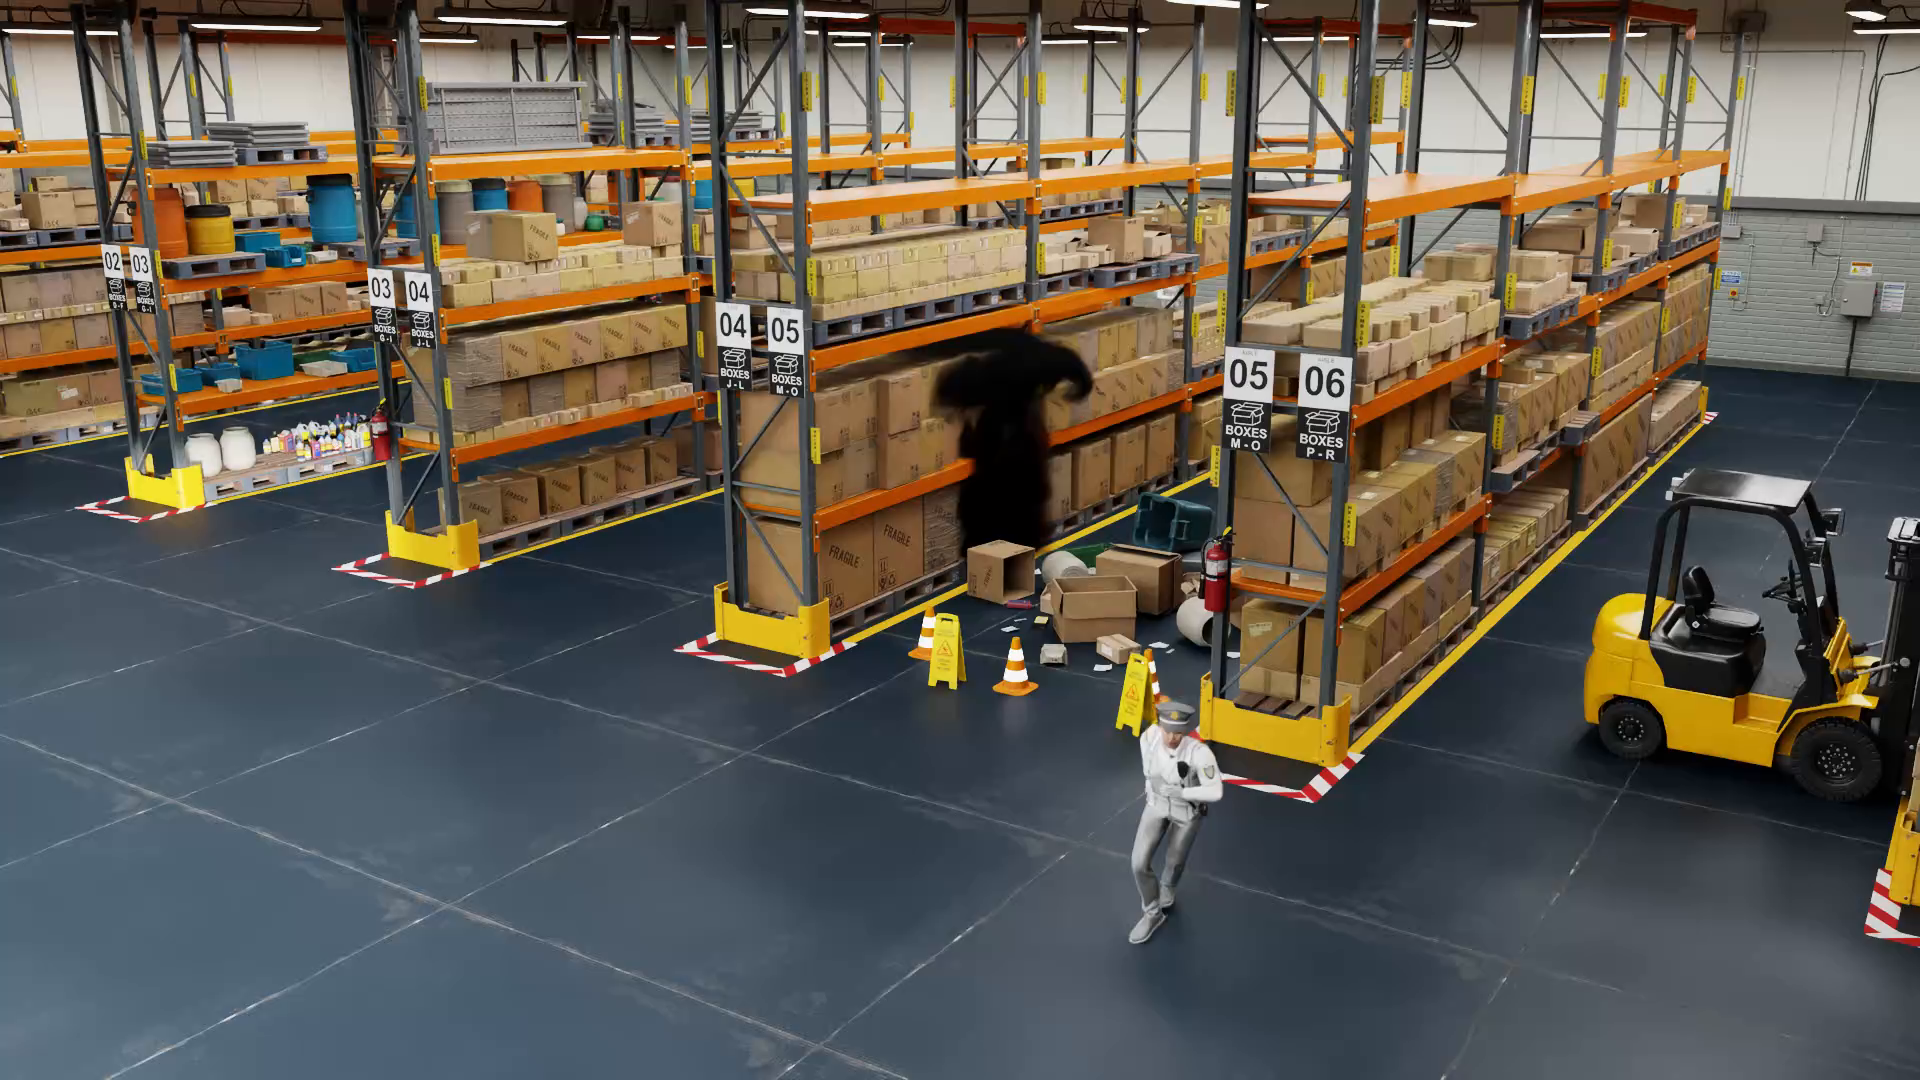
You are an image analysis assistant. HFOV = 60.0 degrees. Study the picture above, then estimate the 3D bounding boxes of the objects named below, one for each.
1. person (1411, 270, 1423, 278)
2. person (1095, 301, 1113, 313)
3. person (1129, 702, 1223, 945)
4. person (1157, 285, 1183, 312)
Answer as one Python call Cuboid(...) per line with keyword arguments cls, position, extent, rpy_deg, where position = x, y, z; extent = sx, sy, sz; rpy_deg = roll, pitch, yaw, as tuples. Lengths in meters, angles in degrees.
Cuboid(cls="person", position=(8.335, -4.065, 30.535), extent=(0.726, 1.773, 0.698), rpy_deg=(-2, 16, -8))
Cuboid(cls="person", position=(2.477, -3.124, 27.223), extent=(0.717, 1.757, 1.059), rpy_deg=(6, 17, 22))
Cuboid(cls="person", position=(1.358, 1.679, 10.241), extent=(0.613, 1.590, 0.842), rpy_deg=(7, 17, 22))
Cuboid(cls="person", position=(4.086, -4.492, 32.296), extent=(0.634, 1.676, 0.923), rpy_deg=(-8, 17, -26))
